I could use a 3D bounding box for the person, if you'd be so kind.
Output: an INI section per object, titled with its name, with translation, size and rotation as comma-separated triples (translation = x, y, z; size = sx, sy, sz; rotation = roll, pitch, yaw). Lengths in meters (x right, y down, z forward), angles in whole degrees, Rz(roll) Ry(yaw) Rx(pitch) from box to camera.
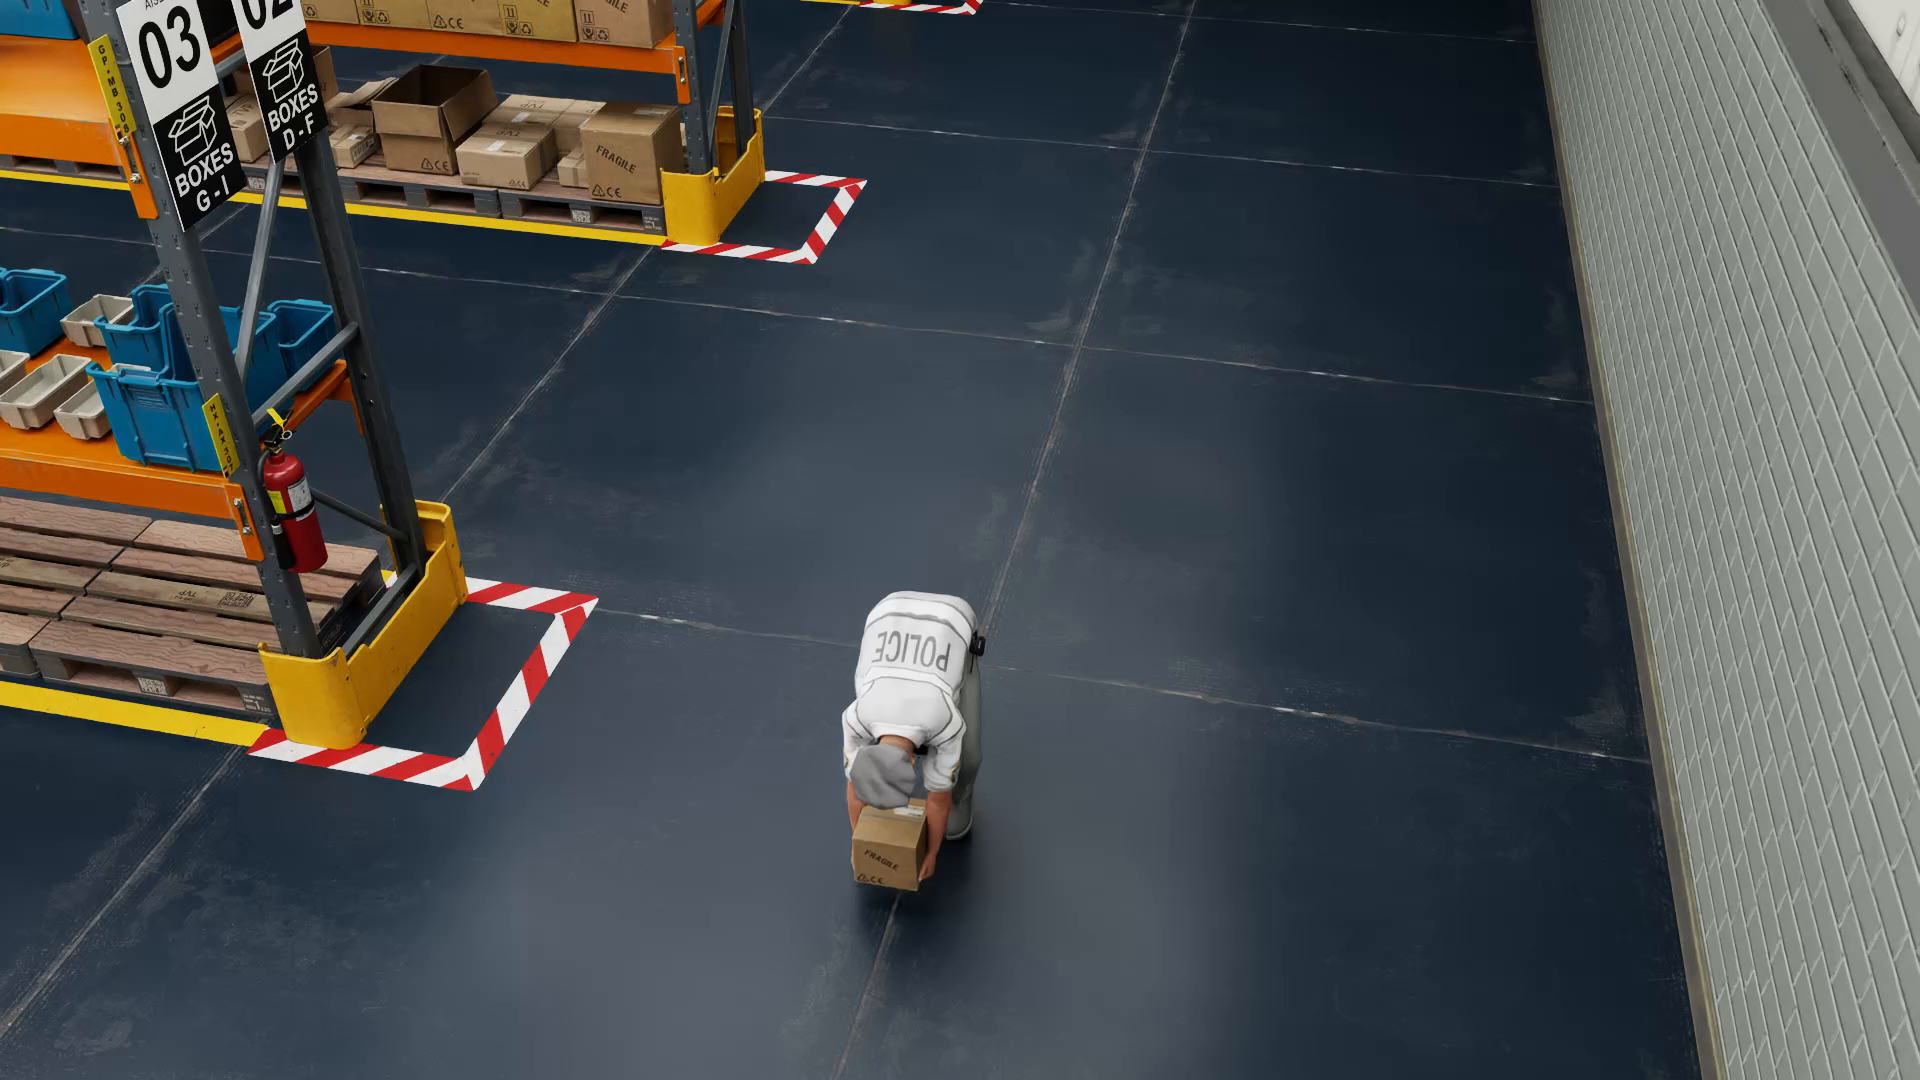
[person]
translation = -0.184, 0.816, 6.449
size = 0.516, 1.045, 1.036
rotation = 6, 37, 8
